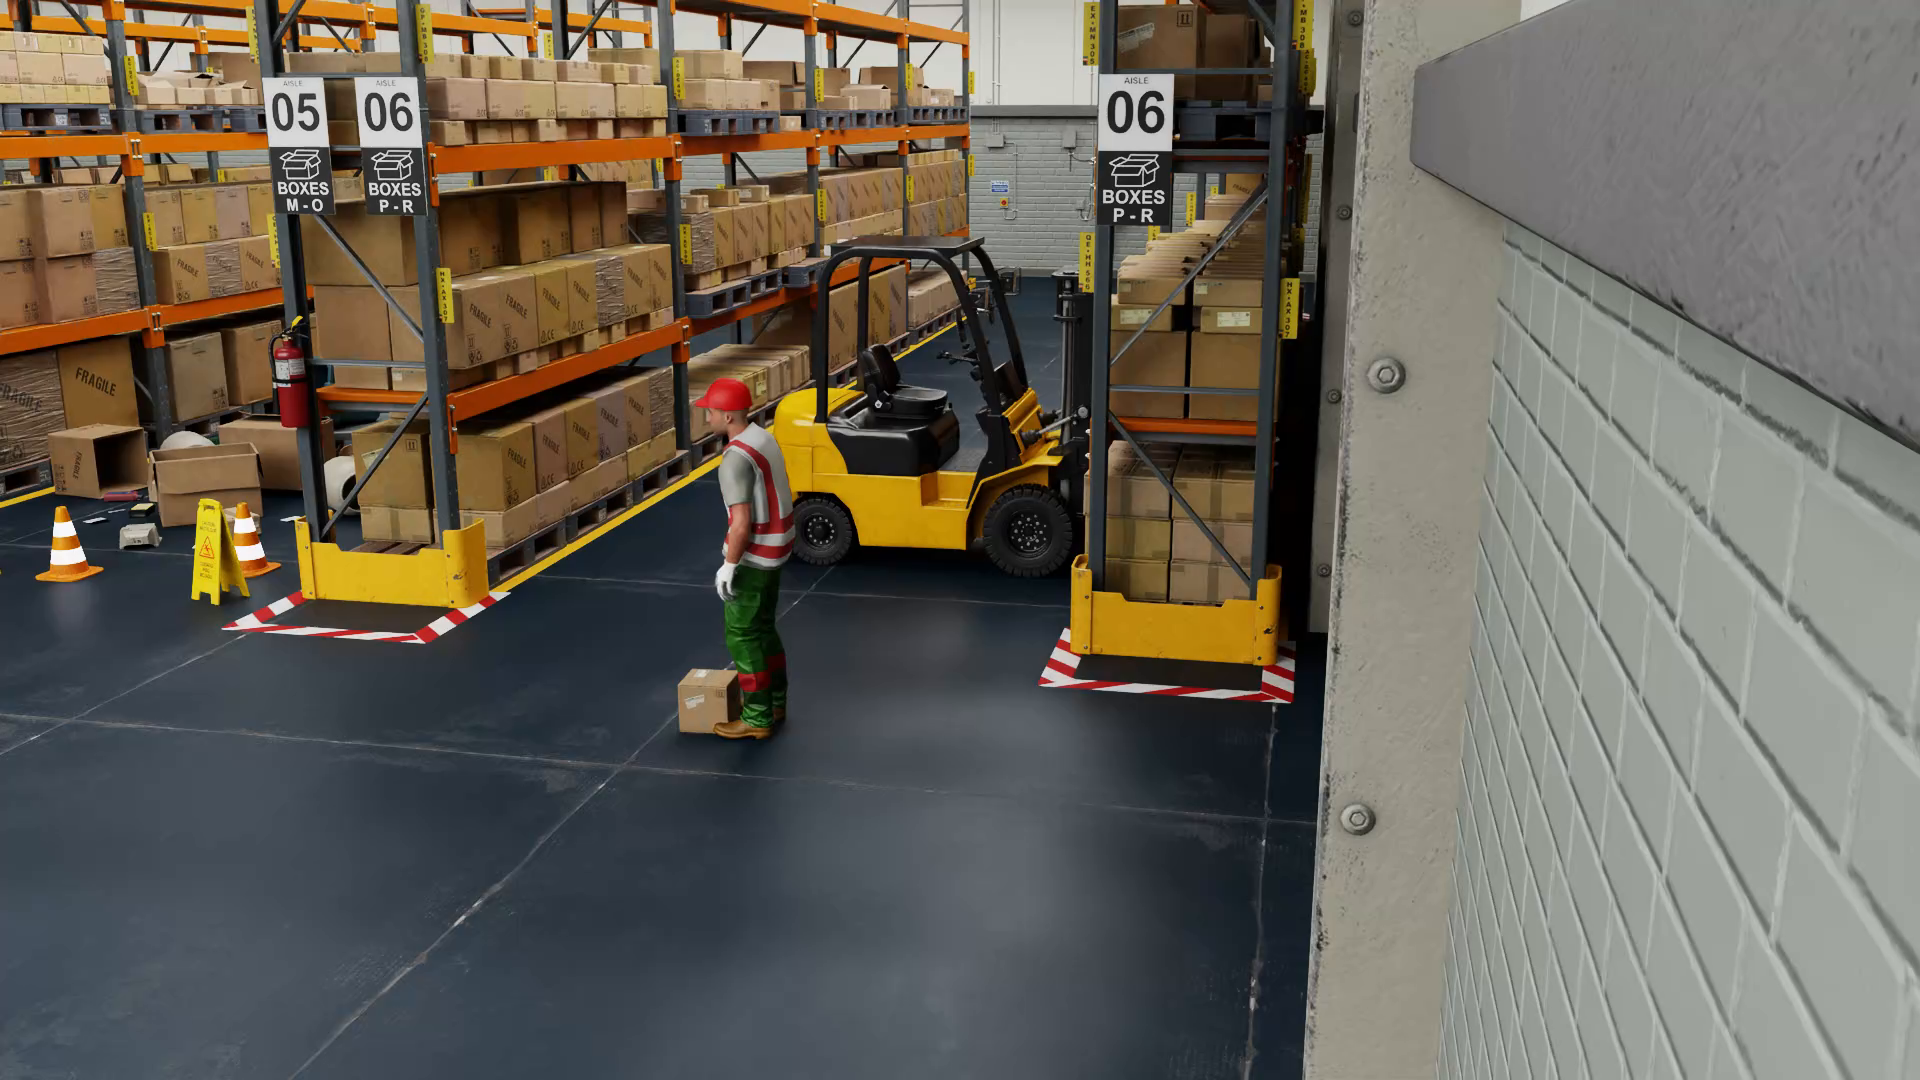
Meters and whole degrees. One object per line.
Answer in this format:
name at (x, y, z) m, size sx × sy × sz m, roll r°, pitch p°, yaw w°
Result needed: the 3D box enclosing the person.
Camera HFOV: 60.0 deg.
person at (-1.042, 0.085, 8.151) m, size 0.454 × 1.779 × 0.610 m, roll 3°, pitch 15°, yaw 11°
